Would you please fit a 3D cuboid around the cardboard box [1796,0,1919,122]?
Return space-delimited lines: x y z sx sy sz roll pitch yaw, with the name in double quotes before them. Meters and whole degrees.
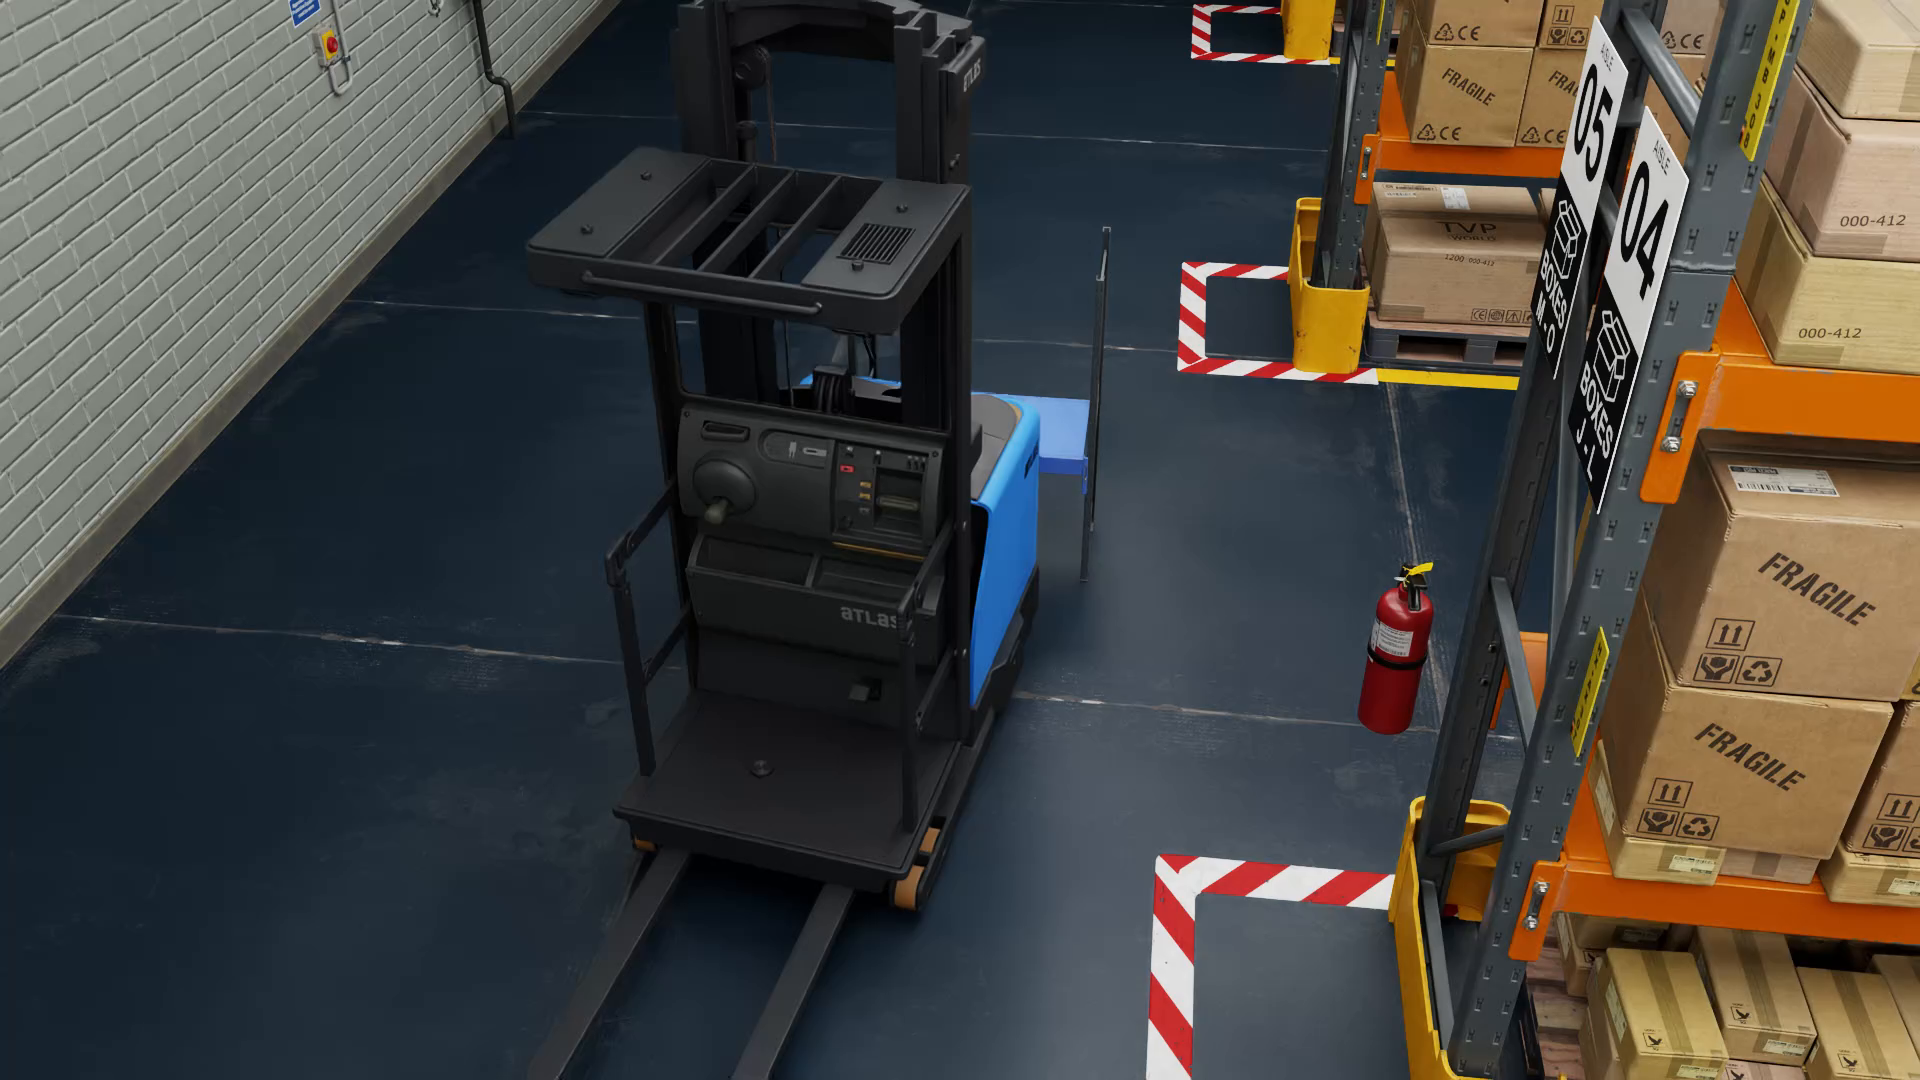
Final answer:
"cardboard box" 1.843 -0.972 3.303 0.250 0.149 0.380 4 36 6

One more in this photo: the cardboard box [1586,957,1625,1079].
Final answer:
"cardboard box" 2.038 1.454 4.967 0.250 0.149 0.380 6 36 8

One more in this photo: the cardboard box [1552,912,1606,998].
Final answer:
"cardboard box" 2.100 1.307 5.429 0.250 0.149 0.380 5 36 7

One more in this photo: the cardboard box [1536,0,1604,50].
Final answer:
"cardboard box" 3.034 -2.675 7.969 0.500 0.500 0.500 3 36 5

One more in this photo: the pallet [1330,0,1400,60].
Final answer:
"pallet" 3.576 -4.122 13.344 1.213 0.211 1.003 4 36 6

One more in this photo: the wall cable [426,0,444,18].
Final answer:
"wall cable" -3.345 -4.096 10.033 0.122 1.984 0.588 4 36 6

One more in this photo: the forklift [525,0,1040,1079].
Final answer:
"forklift" -0.569 -0.137 5.418 1.130 2.935 3.031 10 37 13

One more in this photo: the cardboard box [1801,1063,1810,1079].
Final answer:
"cardboard box" 2.556 1.474 4.940 0.250 0.149 0.380 5 36 7

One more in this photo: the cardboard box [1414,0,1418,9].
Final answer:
"cardboard box" 2.590 -3.010 8.439 0.500 0.500 0.500 5 36 8

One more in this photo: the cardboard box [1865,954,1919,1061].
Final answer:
"cardboard box" 2.806 1.395 4.794 0.250 0.149 0.380 3 36 4

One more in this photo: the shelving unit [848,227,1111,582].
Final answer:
"shelving unit" 0.085 -0.604 7.305 1.048 1.500 0.538 4 36 6

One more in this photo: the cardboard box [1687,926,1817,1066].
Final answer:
"cardboard box" 2.316 1.332 4.883 0.250 0.149 0.380 5 36 7

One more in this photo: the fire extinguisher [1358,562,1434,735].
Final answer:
"fire extinguisher" 1.360 0.297 5.139 0.183 0.674 0.296 4 36 6

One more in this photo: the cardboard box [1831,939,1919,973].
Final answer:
"cardboard box" 2.880 1.258 5.241 0.250 0.149 0.380 4 36 5

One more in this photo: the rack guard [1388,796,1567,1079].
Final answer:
"rack guard" 1.626 1.422 5.328 0.348 0.500 1.175 4 36 6

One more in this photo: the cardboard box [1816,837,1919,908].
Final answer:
"cardboard box" 2.348 0.759 4.320 0.250 0.149 0.380 3 36 5

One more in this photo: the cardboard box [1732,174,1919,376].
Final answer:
"cardboard box" 1.964 -0.581 3.529 0.500 0.250 0.500 5 36 8

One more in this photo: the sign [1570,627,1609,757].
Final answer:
"sign" 1.482 0.359 3.920 0.005 0.325 0.100 4 36 6

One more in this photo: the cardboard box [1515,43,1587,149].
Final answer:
"cardboard box" 3.026 -2.279 8.276 0.500 0.500 0.500 4 36 5

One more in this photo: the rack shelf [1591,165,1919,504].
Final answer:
"rack shelf" 3.535 -0.381 3.740 4.000 0.370 1.077 4 36 6

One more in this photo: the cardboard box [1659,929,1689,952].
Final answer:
"cardboard box" 2.363 1.192 5.334 0.250 0.149 0.380 3 36 5

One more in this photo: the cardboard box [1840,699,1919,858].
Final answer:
"cardboard box" 2.495 0.454 4.189 0.500 0.500 0.500 4 36 6

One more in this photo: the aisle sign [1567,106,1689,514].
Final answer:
"aisle sign" 1.440 -0.492 3.619 0.004 0.787 0.394 4 36 6

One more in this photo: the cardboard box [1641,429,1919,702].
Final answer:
"cardboard box" 1.963 0.016 3.943 0.500 0.500 0.500 4 36 6

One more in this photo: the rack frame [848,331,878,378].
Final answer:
"rack frame" -0.420 -0.642 7.358 0.032 1.500 0.500 4 36 6

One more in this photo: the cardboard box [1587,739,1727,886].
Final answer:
"cardboard box" 1.831 0.714 4.384 0.250 0.149 0.380 4 36 6

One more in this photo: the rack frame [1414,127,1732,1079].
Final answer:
"rack frame" 1.551 0.399 4.609 0.127 3.000 1.000 4 36 6

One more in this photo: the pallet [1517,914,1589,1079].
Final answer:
"pallet" 2.428 1.620 5.299 1.213 0.211 1.003 4 36 6

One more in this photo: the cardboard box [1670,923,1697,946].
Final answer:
"cardboard box" 2.350 1.091 5.220 0.250 0.149 0.380 5 36 7

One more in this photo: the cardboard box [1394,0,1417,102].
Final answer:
"cardboard box" 2.593 -2.618 8.751 0.500 0.500 0.500 4 36 6

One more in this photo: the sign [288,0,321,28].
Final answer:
"sign" -3.581 -2.951 9.071 0.001 0.218 0.327 4 36 6

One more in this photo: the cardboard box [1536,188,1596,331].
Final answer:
"cardboard box" 3.657 -1.535 9.163 0.875 0.438 0.875 5 36 7

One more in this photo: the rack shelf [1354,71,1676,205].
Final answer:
"rack shelf" 4.065 -2.020 8.618 4.000 0.370 1.077 4 36 6

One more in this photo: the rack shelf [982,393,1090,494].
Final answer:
"rack shelf" 0.085 -0.458 7.410 1.000 0.185 0.538 4 36 6

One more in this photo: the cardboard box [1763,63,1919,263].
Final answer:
"cardboard box" 1.963 -0.782 3.380 0.500 0.250 0.500 5 36 7
